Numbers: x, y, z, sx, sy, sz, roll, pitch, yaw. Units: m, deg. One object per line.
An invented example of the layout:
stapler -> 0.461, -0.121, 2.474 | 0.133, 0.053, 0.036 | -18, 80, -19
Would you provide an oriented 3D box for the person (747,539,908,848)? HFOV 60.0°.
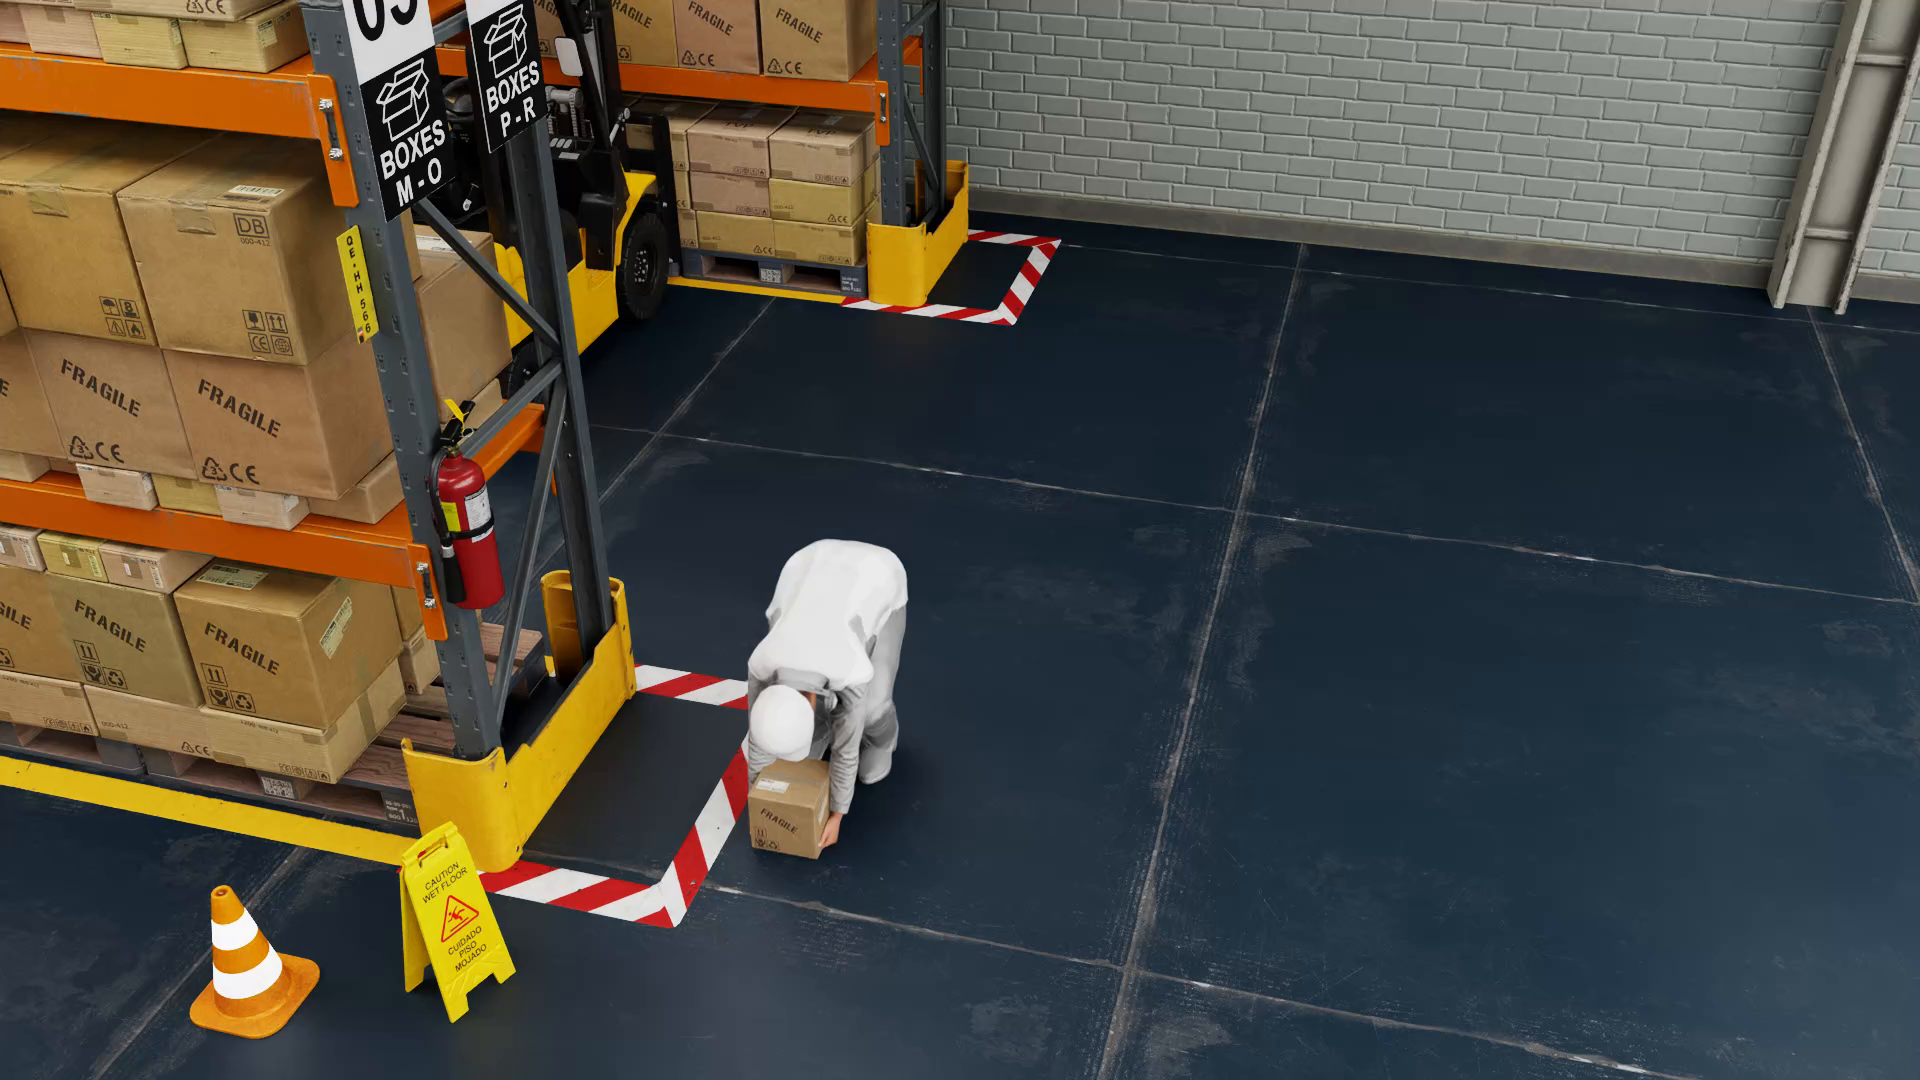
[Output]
person -> -0.495, 0.550, 6.064 | 0.511, 0.915, 1.000 | 10, 34, 15
